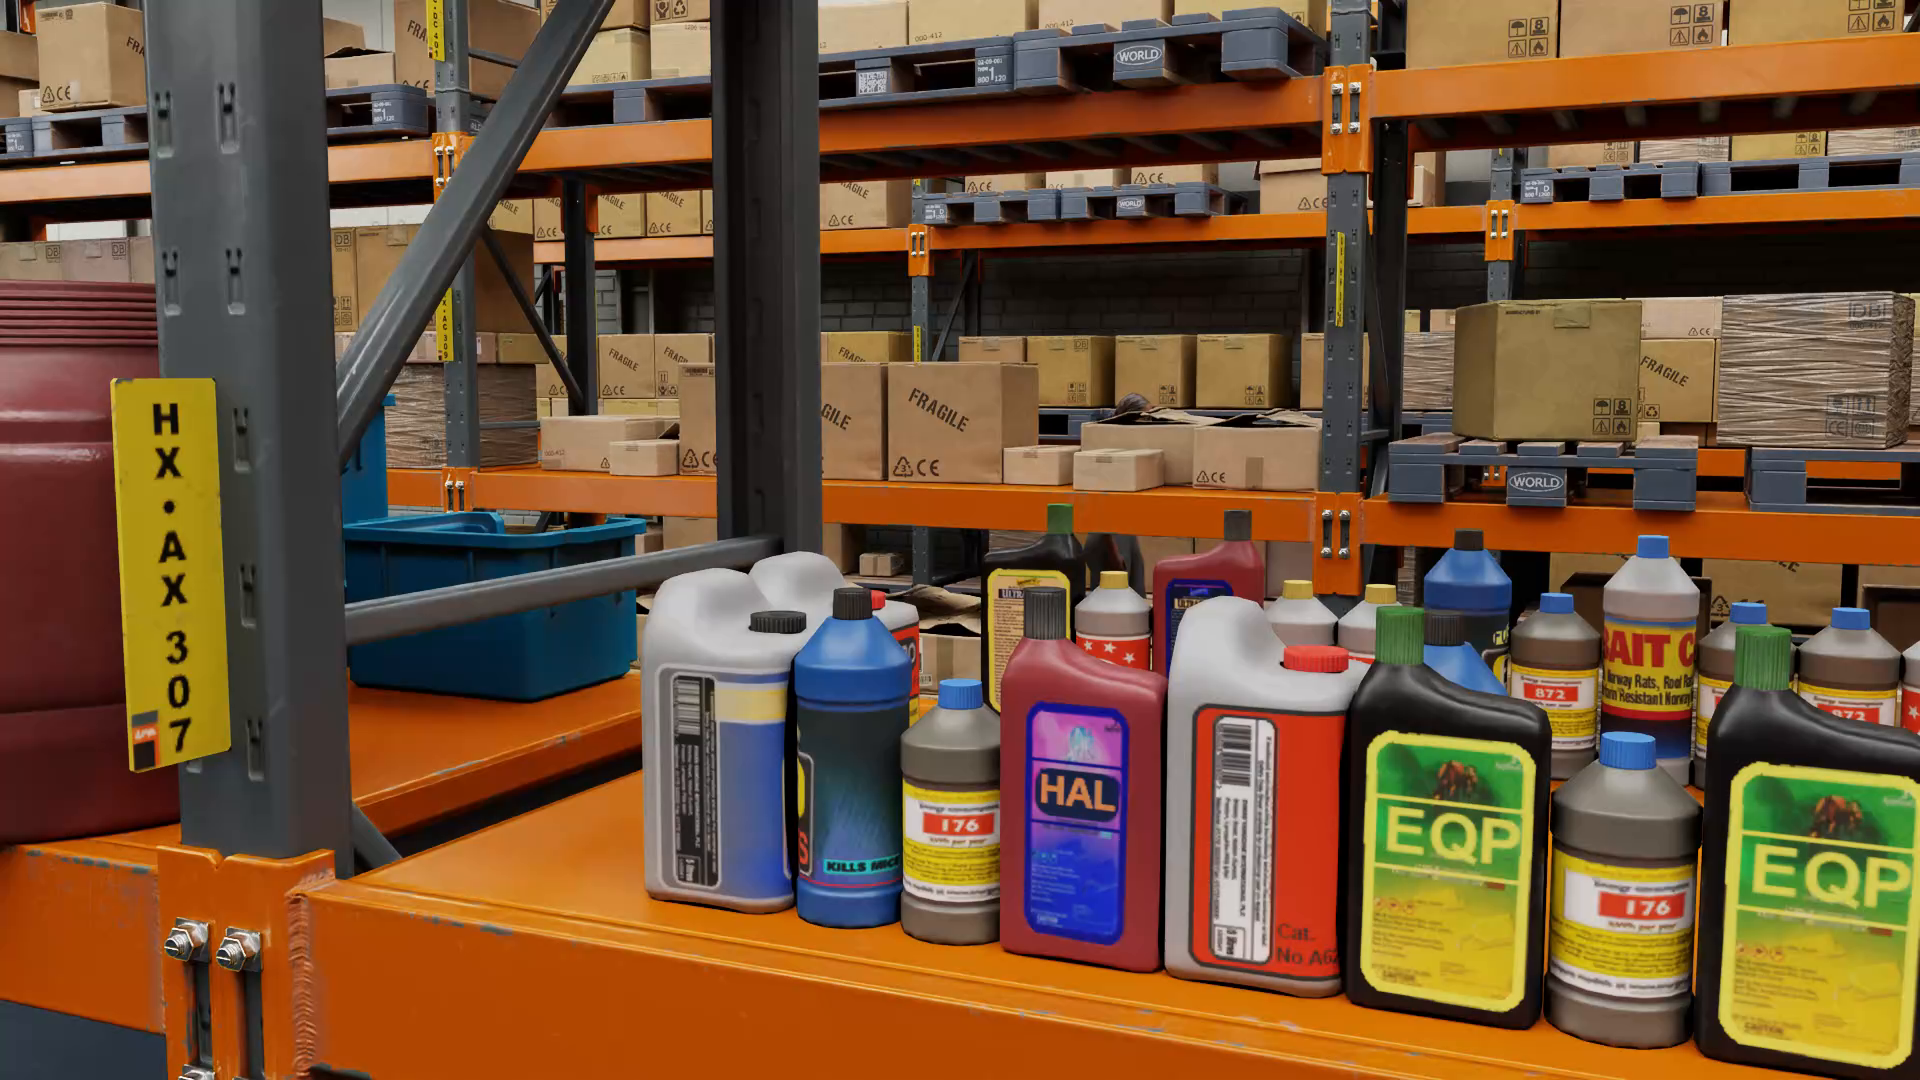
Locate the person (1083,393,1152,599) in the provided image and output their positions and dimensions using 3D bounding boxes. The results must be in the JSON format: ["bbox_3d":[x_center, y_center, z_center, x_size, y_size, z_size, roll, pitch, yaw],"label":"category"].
[{"bbox_3d":[0.862,0.055,8.753,0.394,1.655,0.527,2,6,21],"label":"person"}]
